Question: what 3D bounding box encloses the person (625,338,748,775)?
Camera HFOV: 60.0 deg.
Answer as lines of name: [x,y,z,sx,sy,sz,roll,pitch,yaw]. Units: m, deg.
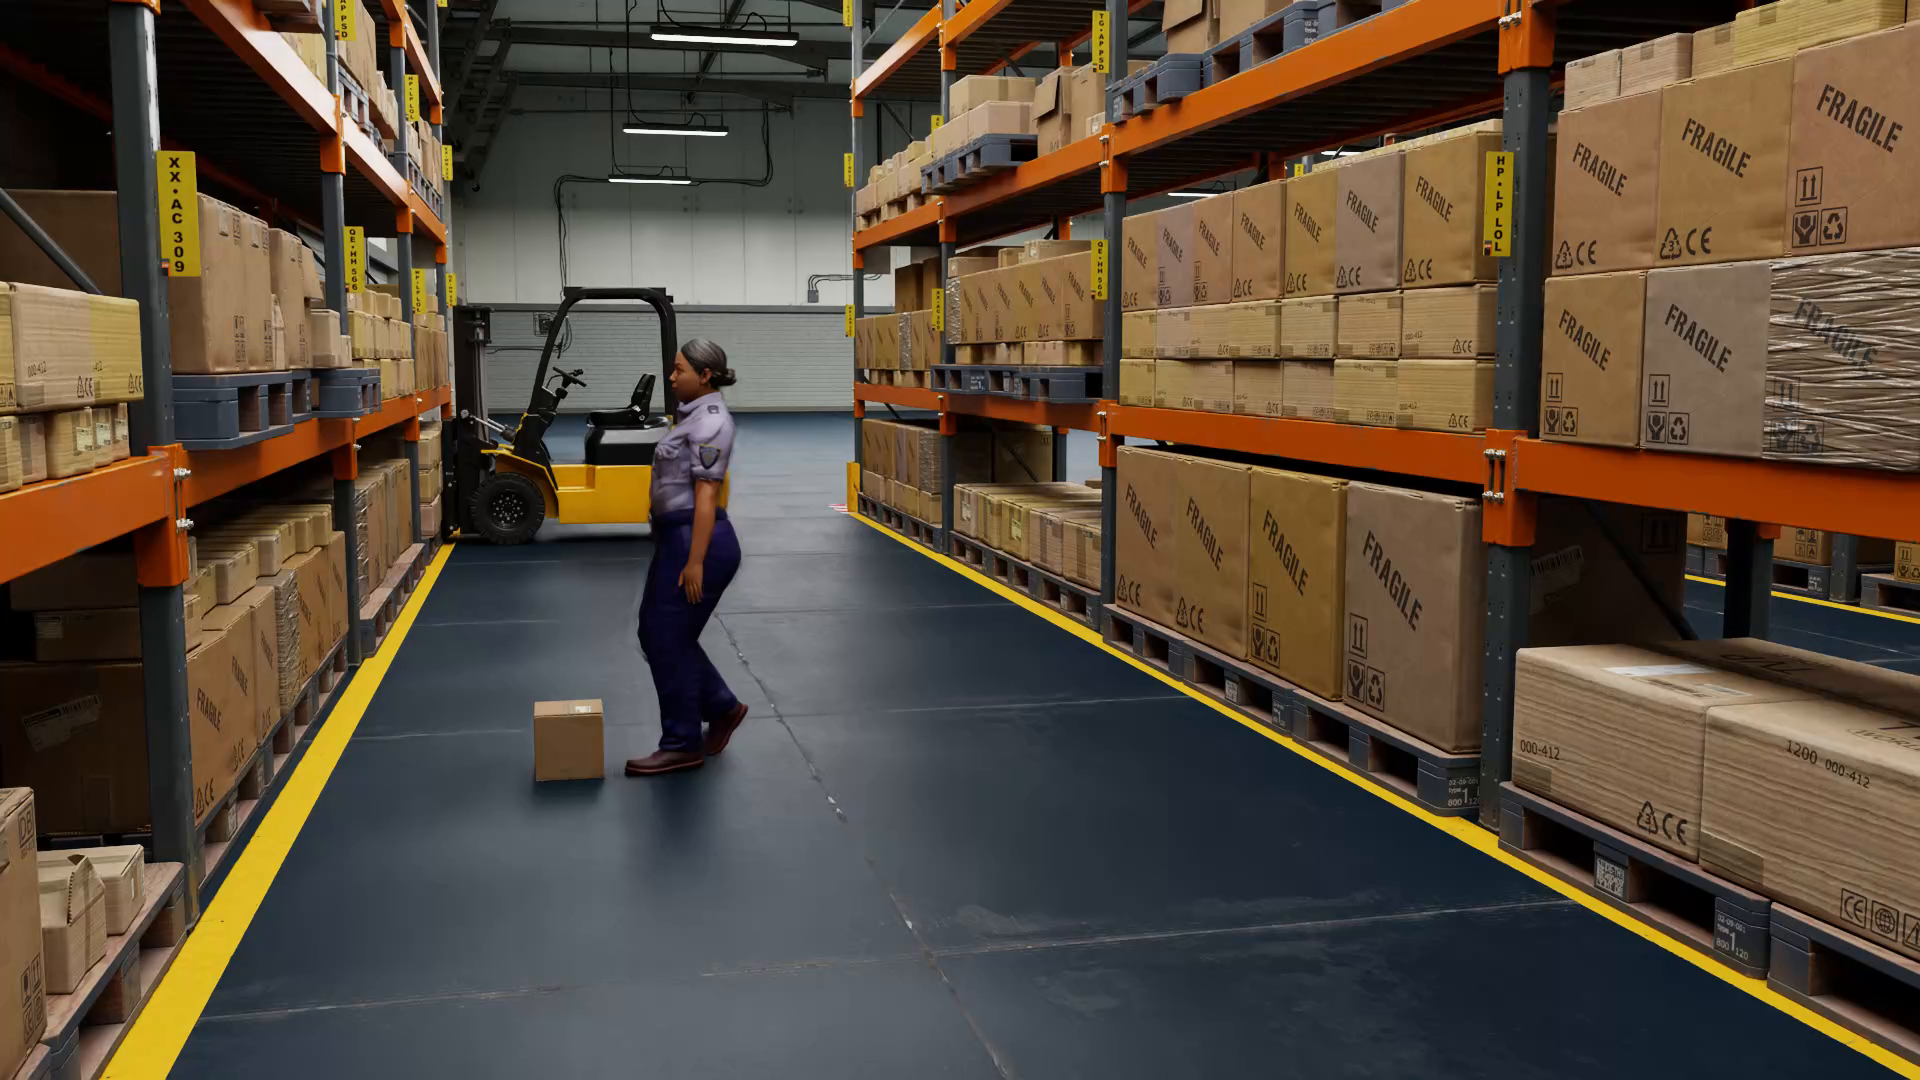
person: [-1.040,0.057,6.313,0.498,1.635,0.515,-1,6,-13]
